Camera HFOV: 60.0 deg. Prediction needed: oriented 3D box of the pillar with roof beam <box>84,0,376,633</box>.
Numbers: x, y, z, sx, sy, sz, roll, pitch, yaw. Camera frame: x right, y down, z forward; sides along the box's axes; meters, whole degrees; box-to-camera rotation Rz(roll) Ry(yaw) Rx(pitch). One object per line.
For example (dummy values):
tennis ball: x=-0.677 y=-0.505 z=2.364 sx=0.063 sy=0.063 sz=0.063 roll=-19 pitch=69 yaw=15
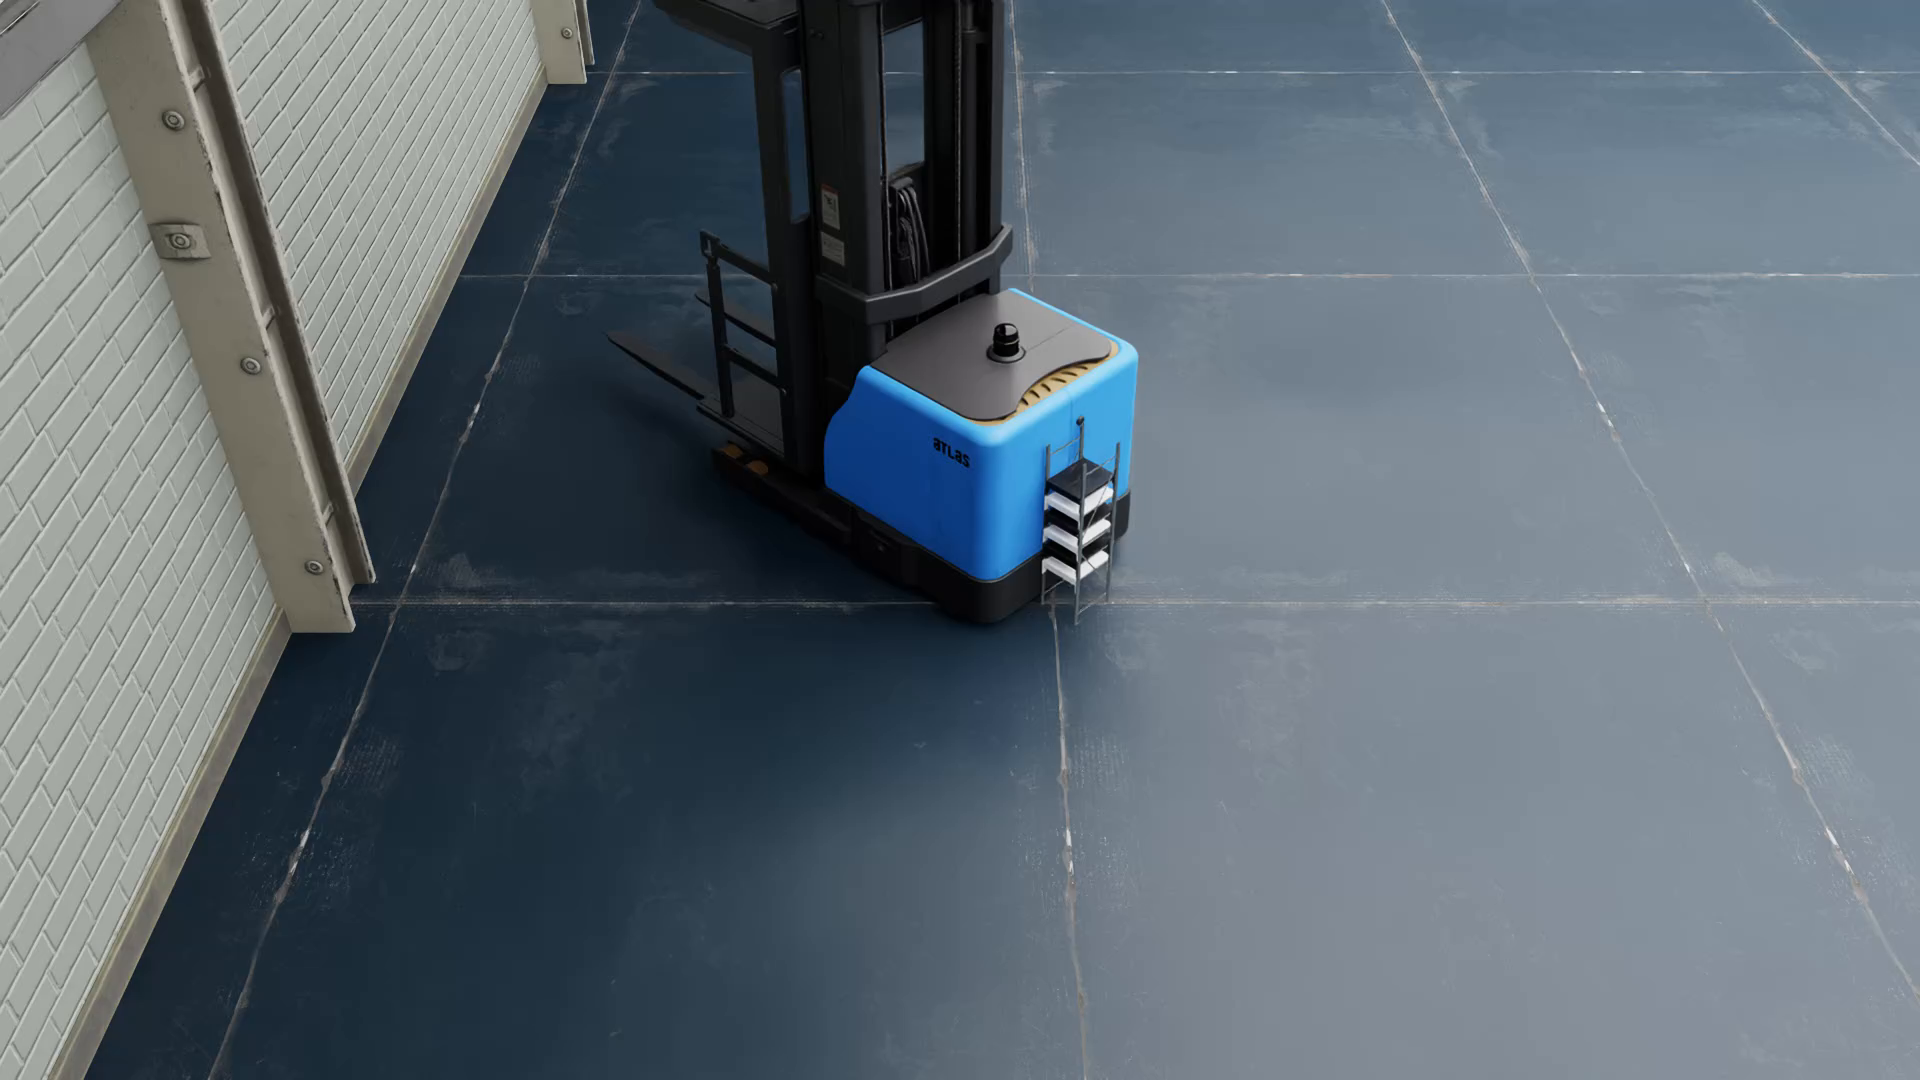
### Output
pillar with roof beam: x=1.418 y=-3.223 z=4.822 sx=9.100 sy=9.000 sz=0.400 roll=0 pitch=39 yaw=0

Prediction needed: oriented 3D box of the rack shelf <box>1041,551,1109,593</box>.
rack shelf: x=0.526 y=0.108 z=7.482 sx=0.200 sy=0.077 sz=0.258 roll=32 pitch=48 yaw=33

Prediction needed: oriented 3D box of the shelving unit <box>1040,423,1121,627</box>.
shelving unit: x=0.526 y=-0.058 z=7.349 sx=0.210 sy=0.900 sz=0.258 roll=32 pitch=48 yaw=33

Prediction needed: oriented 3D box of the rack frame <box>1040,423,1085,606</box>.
rack frame: x=0.454 y=-0.103 z=7.404 sx=0.006 sy=0.900 sz=0.240 roll=32 pitch=48 yaw=33

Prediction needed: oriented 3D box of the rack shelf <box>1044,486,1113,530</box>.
rack shelf: x=0.526 y=-0.173 z=7.257 sx=0.200 sy=0.077 sz=0.258 roll=32 pitch=48 yaw=33

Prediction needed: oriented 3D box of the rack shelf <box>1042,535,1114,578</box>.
rack shelf: x=0.526 y=0.038 z=7.426 sx=0.200 sy=0.077 sz=0.258 roll=32 pitch=48 yaw=33

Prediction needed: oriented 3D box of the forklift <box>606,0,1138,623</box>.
forklift: x=-0.604 y=-1.582 z=7.626 sx=3.031 sy=2.935 sz=1.130 roll=31 pitch=48 yaw=33

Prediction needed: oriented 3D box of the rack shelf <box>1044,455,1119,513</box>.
rack shelf: x=0.526 y=-0.243 z=7.201 sx=0.200 sy=0.077 sz=0.258 roll=32 pitch=48 yaw=33

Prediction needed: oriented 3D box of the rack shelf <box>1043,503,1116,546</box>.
rack shelf: x=0.526 y=-0.103 z=7.313 sx=0.200 sy=0.077 sz=0.258 roll=32 pitch=48 yaw=33

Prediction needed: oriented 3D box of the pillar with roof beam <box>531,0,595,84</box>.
pillar with roof beam: x=1.411 y=-6.975 z=9.504 sx=9.100 sy=9.000 sz=0.400 roll=0 pitch=39 yaw=0

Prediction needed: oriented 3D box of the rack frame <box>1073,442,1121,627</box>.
rack frame: x=0.598 y=-0.014 z=7.293 sx=0.006 sy=0.900 sz=0.240 roll=32 pitch=48 yaw=33

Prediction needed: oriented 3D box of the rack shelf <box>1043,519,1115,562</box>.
rack shelf: x=0.526 y=-0.032 z=7.370 sx=0.200 sy=0.077 sz=0.258 roll=32 pitch=48 yaw=33
